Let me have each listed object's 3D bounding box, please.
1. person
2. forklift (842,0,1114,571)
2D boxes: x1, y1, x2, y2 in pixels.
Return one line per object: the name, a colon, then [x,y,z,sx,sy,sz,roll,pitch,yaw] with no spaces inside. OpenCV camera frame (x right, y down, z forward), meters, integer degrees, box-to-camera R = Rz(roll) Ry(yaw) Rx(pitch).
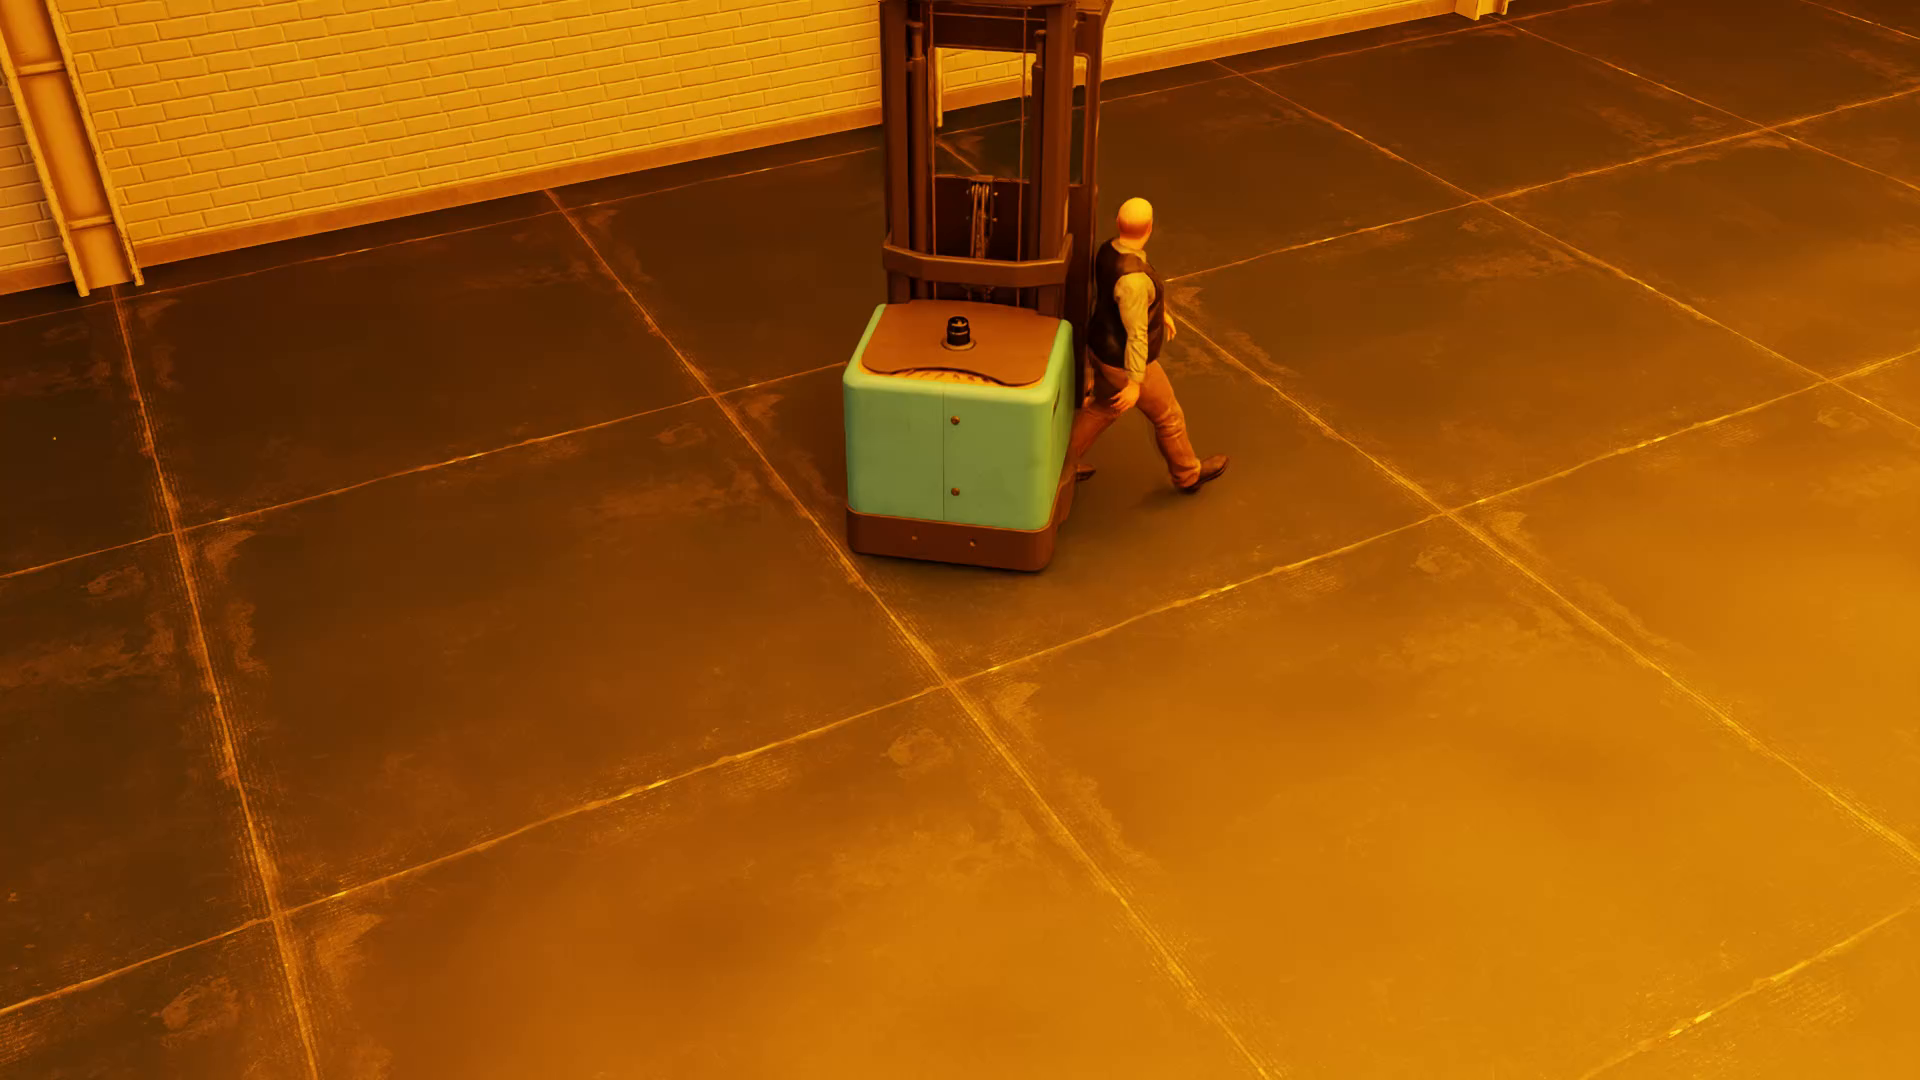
person: [0.963,-0.962,8.584,0.939,1.653,0.680,-9,36,-13]
forklift: [0.197,-1.887,8.792,1.130,2.935,3.031,6,36,9]
